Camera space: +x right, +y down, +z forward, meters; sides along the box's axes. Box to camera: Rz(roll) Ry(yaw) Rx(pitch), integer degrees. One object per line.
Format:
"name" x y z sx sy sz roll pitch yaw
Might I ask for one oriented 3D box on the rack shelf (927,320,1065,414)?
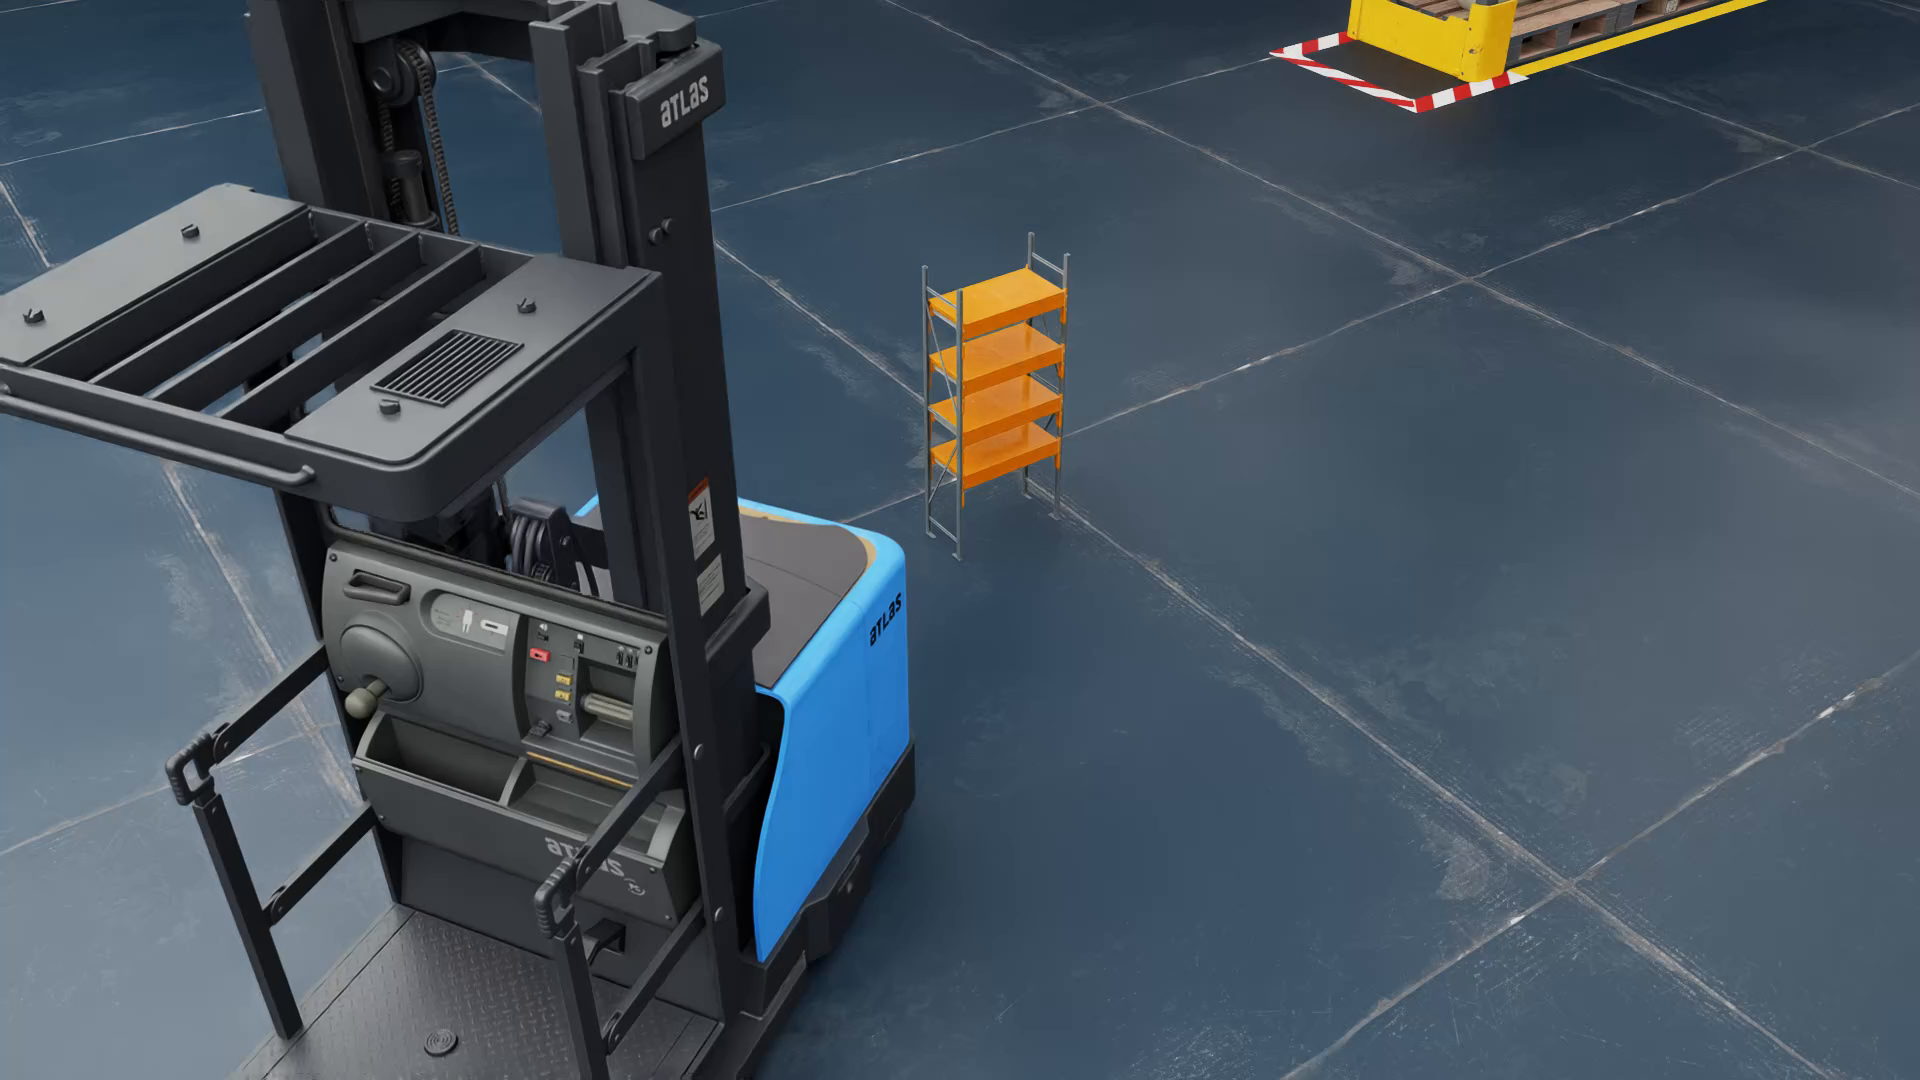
"rack shelf" 0.135 -0.670 6.386 0.480 0.148 0.258 -22 41 -28

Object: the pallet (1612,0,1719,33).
"pallet" 4.833 -4.093 12.260 1.213 0.211 1.003 -22 41 -28

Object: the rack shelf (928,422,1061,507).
"rack shelf" 0.135 -0.327 6.632 0.480 0.148 0.258 -22 41 -28

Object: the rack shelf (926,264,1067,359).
"rack shelf" 0.135 -0.862 6.248 0.480 0.148 0.258 -22 41 -28

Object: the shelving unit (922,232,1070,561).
"shelving unit" 0.135 -0.543 6.477 0.503 1.200 0.258 -22 41 -28

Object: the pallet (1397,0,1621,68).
"pallet" 3.836 -3.685 11.693 1.213 0.211 1.003 -22 41 -28

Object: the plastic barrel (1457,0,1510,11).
"plastic barrel" 3.628 -3.917 11.398 0.421 0.512 0.421 0 36 0

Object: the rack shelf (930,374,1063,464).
"rack shelf" 0.135 -0.488 6.516 0.480 0.148 0.258 -22 41 -28

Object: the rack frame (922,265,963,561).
"rack frame" -0.064 -0.461 6.363 0.015 1.200 0.240 -22 41 -28

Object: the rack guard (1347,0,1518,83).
"rack guard" 3.169 -3.532 11.232 0.348 0.500 1.175 -22 41 -28

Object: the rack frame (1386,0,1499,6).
"rack frame" 3.134 -4.498 10.436 0.127 3.000 1.000 -22 41 -28

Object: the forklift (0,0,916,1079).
"forklift" -1.193 0.357 3.743 1.130 2.935 3.031 14 38 19

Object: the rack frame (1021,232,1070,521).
"rack frame" 0.335 -0.625 6.591 0.015 1.200 0.240 -22 41 -28
